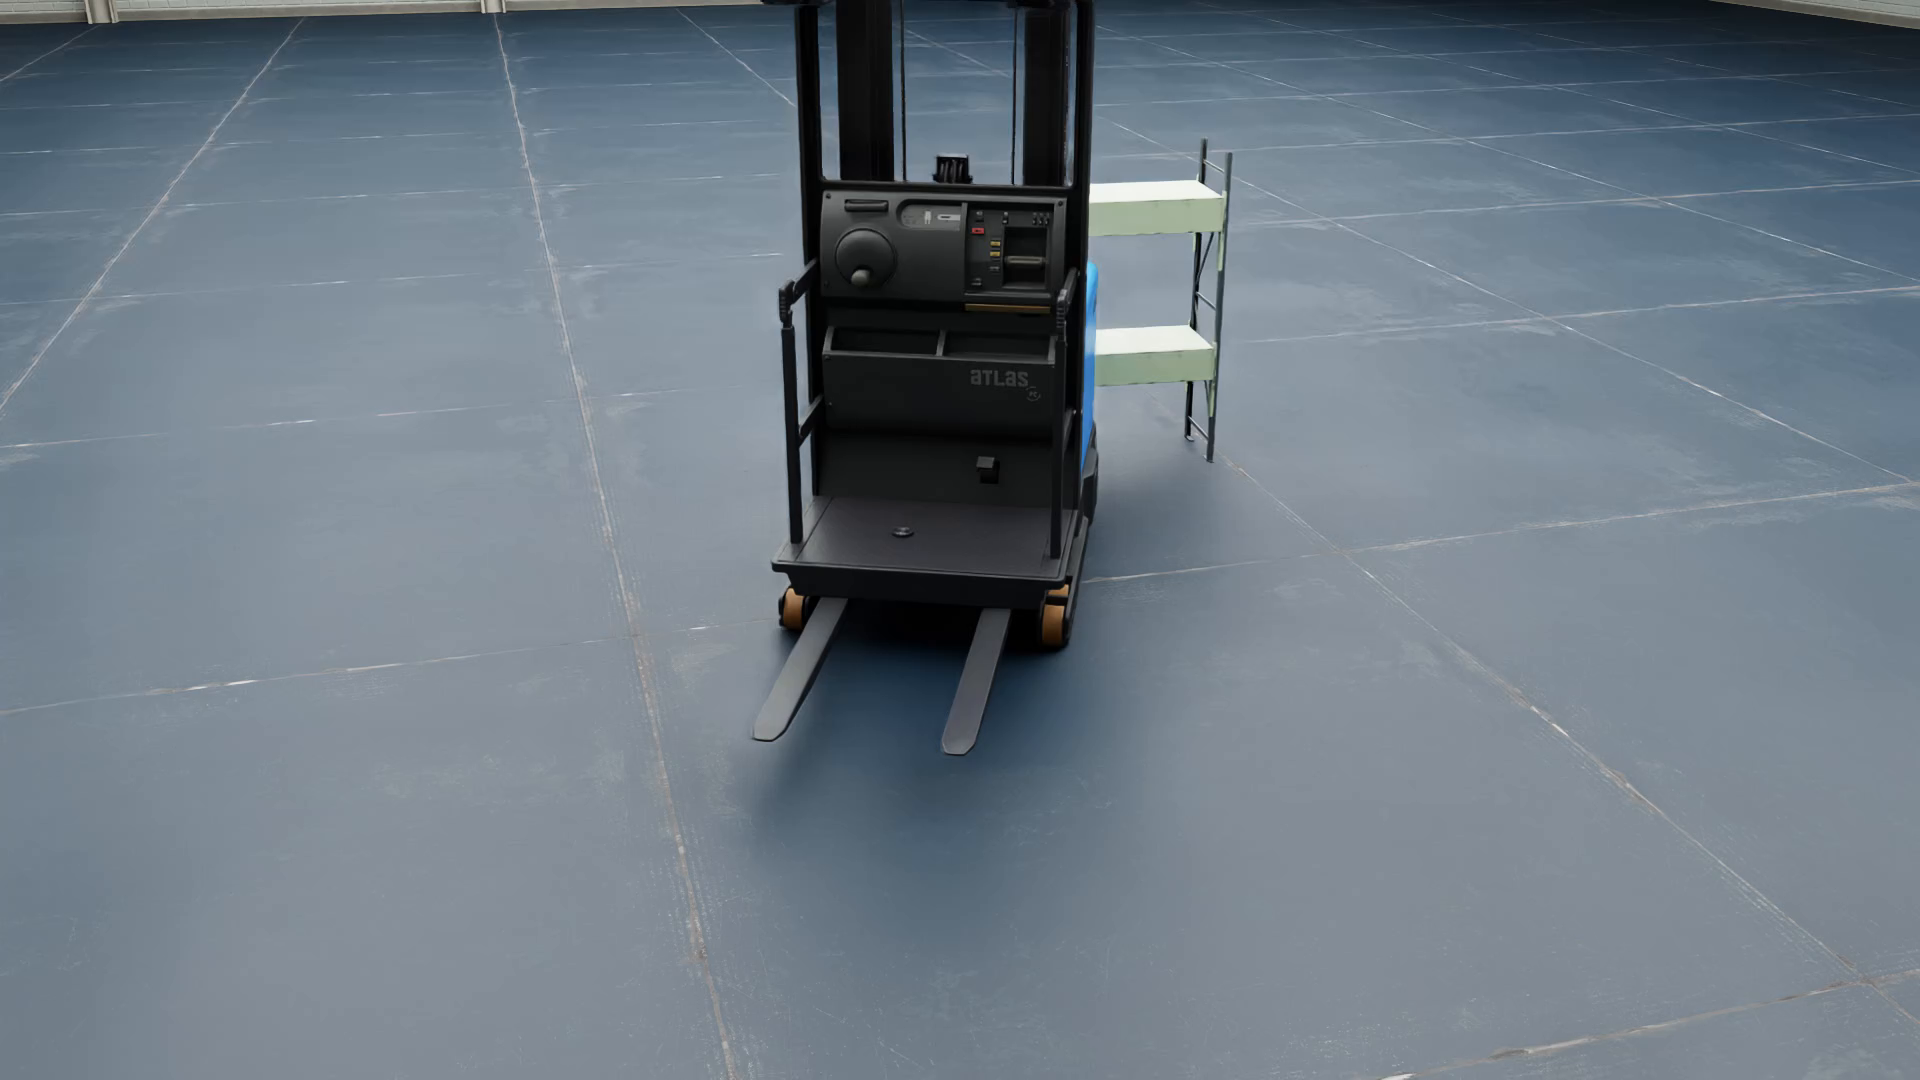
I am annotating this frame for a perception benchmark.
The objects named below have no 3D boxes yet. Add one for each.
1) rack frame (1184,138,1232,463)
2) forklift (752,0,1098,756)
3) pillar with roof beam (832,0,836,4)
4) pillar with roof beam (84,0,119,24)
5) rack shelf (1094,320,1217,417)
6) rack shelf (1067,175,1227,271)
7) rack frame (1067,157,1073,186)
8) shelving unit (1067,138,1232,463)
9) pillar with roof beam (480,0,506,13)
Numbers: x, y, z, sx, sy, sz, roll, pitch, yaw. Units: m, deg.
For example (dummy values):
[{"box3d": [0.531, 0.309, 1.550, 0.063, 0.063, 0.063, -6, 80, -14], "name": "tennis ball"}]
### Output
[{"box3d": [1.190, -1.144, 8.014, 0.023, 1.500, 0.400, -4, 24, -9], "name": "rack frame"}, {"box3d": [-0.095, -1.088, 6.068, 1.130, 2.935, 3.031, 3, 23, 8], "name": "forklift"}, {"box3d": [-0.883, -12.003, 23.811, 0.400, 9.000, 9.100, -6, 24, -14], "name": "pillar with roof beam"}, {"box3d": [-12.437, -10.725, 20.832, 0.400, 9.000, 9.100, -6, 24, -14], "name": "pillar with roof beam"}, {"box3d": [0.830, -0.819, 8.083, 0.720, 0.370, 0.431, -4, 24, -9], "name": "rack shelf"}, {"box3d": [0.830, -1.477, 7.801, 0.720, 0.370, 0.431, -4, 24, -9], "name": "rack shelf"}, {"box3d": [0.470, -1.093, 7.895, 0.023, 1.500, 0.400, -4, 24, -9], "name": "rack frame"}, {"box3d": [0.830, -1.118, 7.955, 0.755, 1.500, 0.431, -4, 24, -9], "name": "shelving unit"}, {"box3d": [-6.660, -11.364, 22.321, 0.400, 9.000, 9.100, -6, 24, -14], "name": "pillar with roof beam"}]
